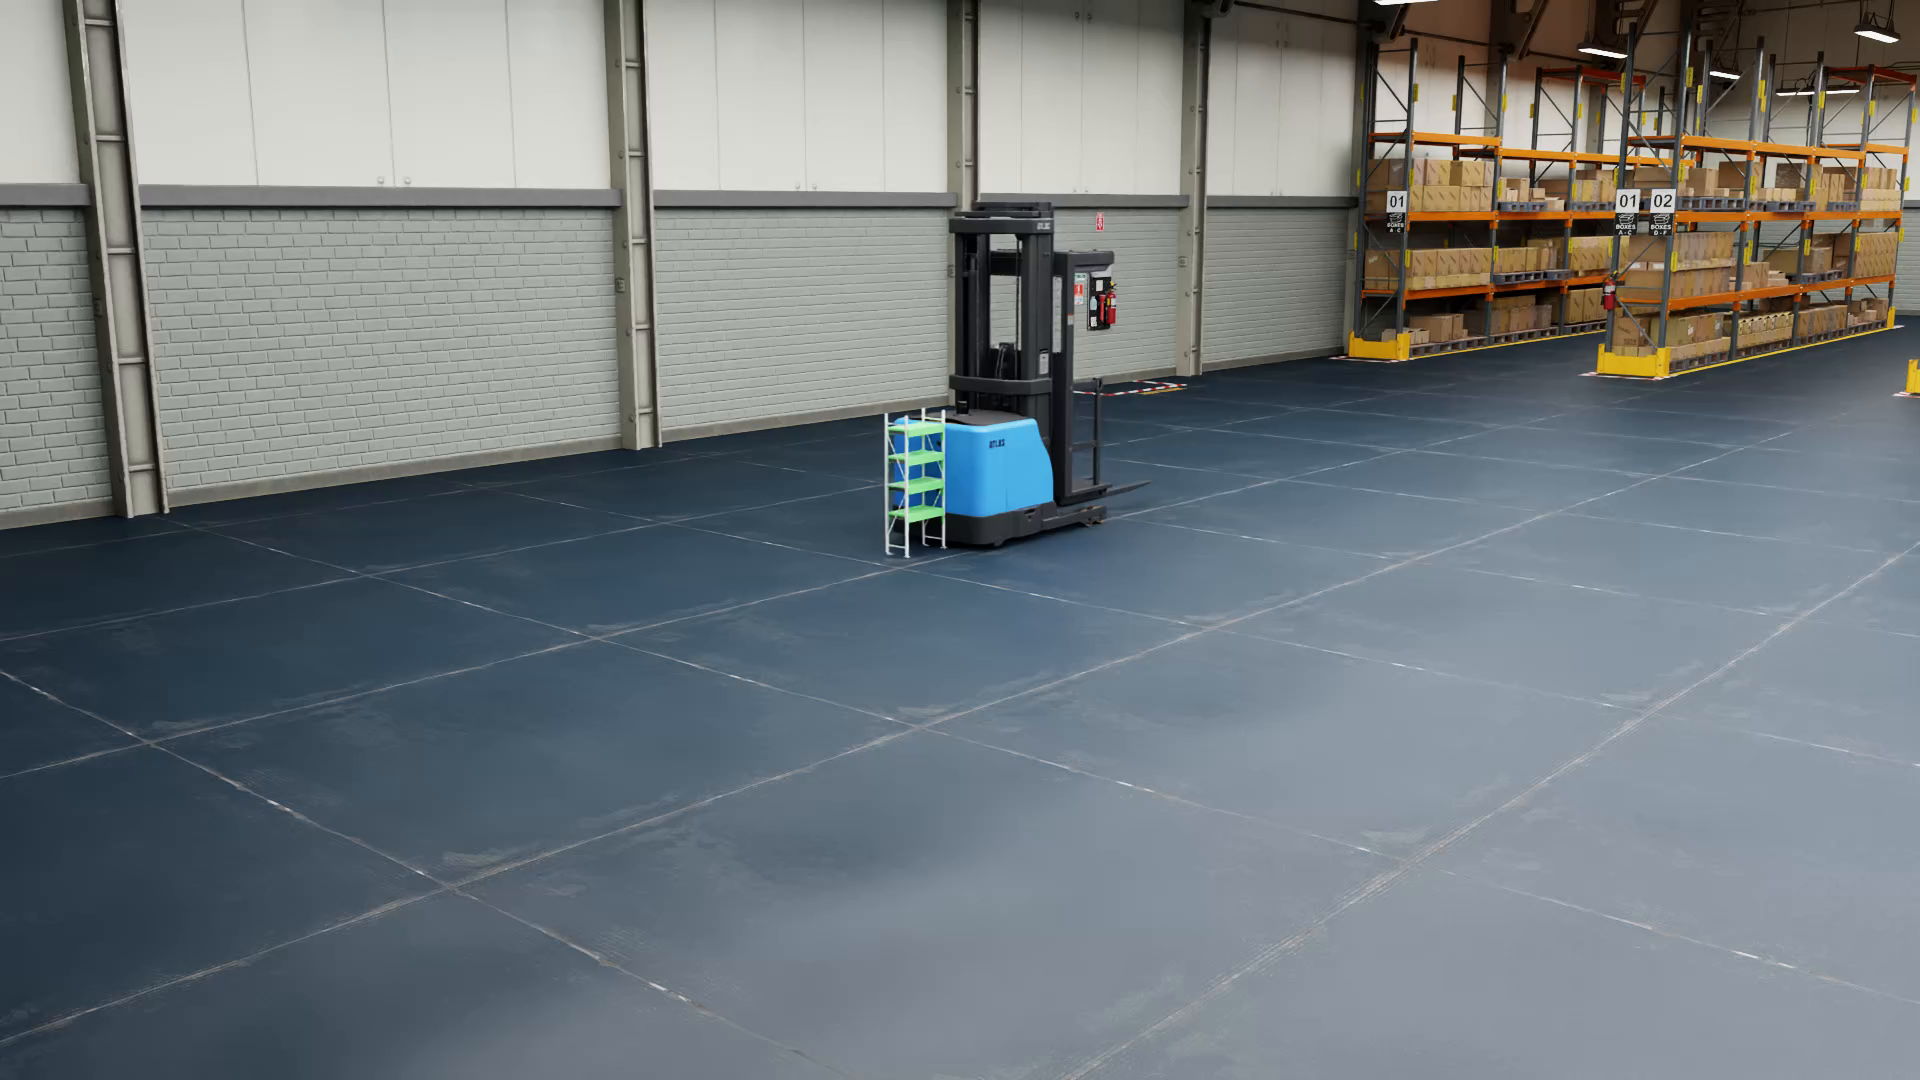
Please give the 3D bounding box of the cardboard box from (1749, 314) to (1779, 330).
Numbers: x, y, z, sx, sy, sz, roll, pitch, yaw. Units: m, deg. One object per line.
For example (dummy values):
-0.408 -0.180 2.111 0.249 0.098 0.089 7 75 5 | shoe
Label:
16.334 -4.452 33.860 0.500 0.311 0.500 10 15 40 | cardboard box

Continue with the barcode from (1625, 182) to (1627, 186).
11.724 -6.265 29.280 0.001 0.075 0.075 10 15 40 | barcode

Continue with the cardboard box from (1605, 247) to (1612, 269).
15.302 -6.763 39.849 0.500 0.500 0.500 10 15 40 | cardboard box

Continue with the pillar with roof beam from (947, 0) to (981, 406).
3.288 -5.877 21.162 9.100 9.000 0.400 10 15 40 | pillar with roof beam

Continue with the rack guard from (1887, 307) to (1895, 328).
22.399 -5.520 41.071 1.175 0.500 0.348 10 15 40 | rack guard

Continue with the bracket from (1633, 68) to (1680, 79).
18.138 -12.124 43.249 0.076 0.066 4.783 10 15 40 | bracket

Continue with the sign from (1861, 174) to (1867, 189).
20.228 -8.015 37.196 0.100 0.325 0.005 10 15 40 | sign

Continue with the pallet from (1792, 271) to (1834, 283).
18.448 -5.772 36.444 1.003 0.211 1.213 10 15 40 | pallet

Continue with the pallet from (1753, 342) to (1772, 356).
15.790 -3.918 33.787 1.003 0.211 1.213 10 15 40 | pallet

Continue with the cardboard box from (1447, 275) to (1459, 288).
9.732 -5.236 33.601 0.500 0.250 0.500 10 15 41 | cardboard box

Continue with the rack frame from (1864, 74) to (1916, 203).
22.449 -9.699 40.295 1.000 3.000 0.127 10 15 40 | rack frame

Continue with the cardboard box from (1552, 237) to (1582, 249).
13.957 -6.830 38.268 0.500 0.250 0.500 10 15 42 | cardboard box

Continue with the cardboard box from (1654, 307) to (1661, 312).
17.676 -6.113 42.970 0.700 0.500 0.500 9 14 39 | cardboard box

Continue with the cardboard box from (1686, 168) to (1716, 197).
13.189 -6.406 29.784 0.500 0.500 0.500 10 15 40 | cardboard box

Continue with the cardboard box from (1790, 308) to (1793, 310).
17.951 -4.814 36.413 0.500 0.500 0.500 9 14 38 | cardboard box

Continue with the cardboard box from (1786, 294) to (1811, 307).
18.646 -5.339 37.129 0.500 0.250 0.500 10 15 40 | cardboard box

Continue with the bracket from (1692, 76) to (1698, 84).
19.850 -12.506 45.159 0.235 0.232 0.430 10 15 40 | bracket

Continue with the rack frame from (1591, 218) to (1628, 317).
16.085 -6.808 41.140 1.000 3.000 0.127 10 15 40 | rack frame

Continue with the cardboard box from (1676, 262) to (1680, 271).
12.480 -4.839 29.369 0.380 0.149 0.250 9 15 39 | cardboard box

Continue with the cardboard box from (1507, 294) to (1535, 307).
12.585 -5.389 37.378 0.500 0.250 0.500 10 15 41 | cardboard box

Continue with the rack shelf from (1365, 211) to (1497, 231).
9.484 -6.455 33.550 1.077 0.370 4.000 10 15 40 | rack shelf

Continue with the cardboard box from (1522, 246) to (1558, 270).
13.142 -6.414 37.788 0.700 0.500 0.500 8 14 34 | cardboard box

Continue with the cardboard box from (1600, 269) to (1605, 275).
15.203 -6.427 39.823 0.380 0.149 0.250 9 15 39 | cardboard box

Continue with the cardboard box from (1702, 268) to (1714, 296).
13.562 -4.822 30.942 0.700 0.500 0.500 10 15 41 | cardboard box

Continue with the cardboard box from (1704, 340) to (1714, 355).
13.729 -3.605 31.048 0.500 0.250 0.500 10 15 40 | cardboard box

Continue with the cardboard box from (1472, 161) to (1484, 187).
10.321 -7.460 33.886 0.500 0.500 0.500 11 16 43 | cardboard box

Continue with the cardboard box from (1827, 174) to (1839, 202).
18.996 -7.777 36.751 0.600 0.600 0.600 10 15 40 | cardboard box

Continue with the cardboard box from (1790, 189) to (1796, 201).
16.911 -7.109 34.298 0.500 0.250 0.500 8 14 36 | cardboard box

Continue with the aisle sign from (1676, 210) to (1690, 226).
18.998 -8.643 43.690 0.394 0.787 0.004 10 15 40 | aisle sign

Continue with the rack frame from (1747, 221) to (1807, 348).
17.168 -5.580 34.989 1.000 3.000 0.127 10 15 40 | rack frame

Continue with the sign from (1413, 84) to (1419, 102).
8.571 -8.411 31.262 0.100 0.325 0.005 10 15 40 | sign

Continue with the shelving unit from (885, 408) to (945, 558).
-0.379 -0.489 14.097 0.258 1.200 0.503 9 14 38 | shelving unit

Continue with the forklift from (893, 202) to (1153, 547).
0.714 -1.613 15.305 1.130 2.935 3.031 9 14 38 | forklift

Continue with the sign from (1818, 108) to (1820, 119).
19.413 -9.680 37.614 0.100 0.325 0.005 10 15 40 | sign

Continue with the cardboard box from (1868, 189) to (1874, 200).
20.645 -7.924 38.175 0.500 0.250 0.500 10 15 40 | cardboard box

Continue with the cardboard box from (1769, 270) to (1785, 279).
16.895 -5.488 34.758 0.500 0.311 0.500 11 16 44 | cardboard box

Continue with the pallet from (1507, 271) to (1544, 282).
12.168 -5.829 36.727 1.003 0.211 1.213 10 15 40 | pallet

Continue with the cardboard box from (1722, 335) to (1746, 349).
14.980 -3.876 32.408 0.500 0.250 0.500 9 15 39 | cardboard box

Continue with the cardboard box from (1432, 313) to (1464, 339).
10.149 -4.463 34.658 0.500 0.500 0.500 8 14 36 | cardboard box

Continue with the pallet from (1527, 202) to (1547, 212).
11.974 -7.240 36.123 1.213 0.211 1.003 10 15 40 | pallet

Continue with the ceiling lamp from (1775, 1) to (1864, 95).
22.394 -13.269 43.269 2.000 3.185 0.800 10 15 40 | ceiling lamp

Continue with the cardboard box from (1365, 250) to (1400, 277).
8.315 -5.444 32.724 0.500 0.500 0.500 10 15 40 | cardboard box

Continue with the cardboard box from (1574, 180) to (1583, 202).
14.032 -8.119 38.665 0.700 0.500 0.500 9 14 37 | cardboard box

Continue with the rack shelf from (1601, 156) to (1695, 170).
17.405 -9.495 42.135 1.077 0.370 4.000 10 15 40 | rack shelf

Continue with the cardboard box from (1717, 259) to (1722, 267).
14.001 -5.177 31.061 0.380 0.149 0.250 10 15 40 | cardboard box

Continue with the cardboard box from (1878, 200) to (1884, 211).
21.307 -7.826 38.958 0.500 0.250 0.500 10 15 40 | cardboard box

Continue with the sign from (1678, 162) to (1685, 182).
12.300 -6.269 28.345 0.100 0.325 0.005 10 15 40 | sign

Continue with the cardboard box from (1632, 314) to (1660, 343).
12.667 -3.894 30.585 0.500 0.500 0.500 10 15 40 | cardboard box

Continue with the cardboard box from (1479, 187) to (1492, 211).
10.655 -7.054 34.407 0.500 0.500 0.500 10 15 42 | cardboard box

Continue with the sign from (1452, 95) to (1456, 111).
10.383 -9.180 34.907 0.100 0.325 0.005 10 15 40 | sign

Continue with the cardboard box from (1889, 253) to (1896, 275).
22.358 -6.705 40.366 0.500 0.500 0.500 10 15 42 | cardboard box

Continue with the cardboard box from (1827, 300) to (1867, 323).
21.045 -5.437 39.524 0.797 0.503 0.637 10 15 40 | cardboard box
